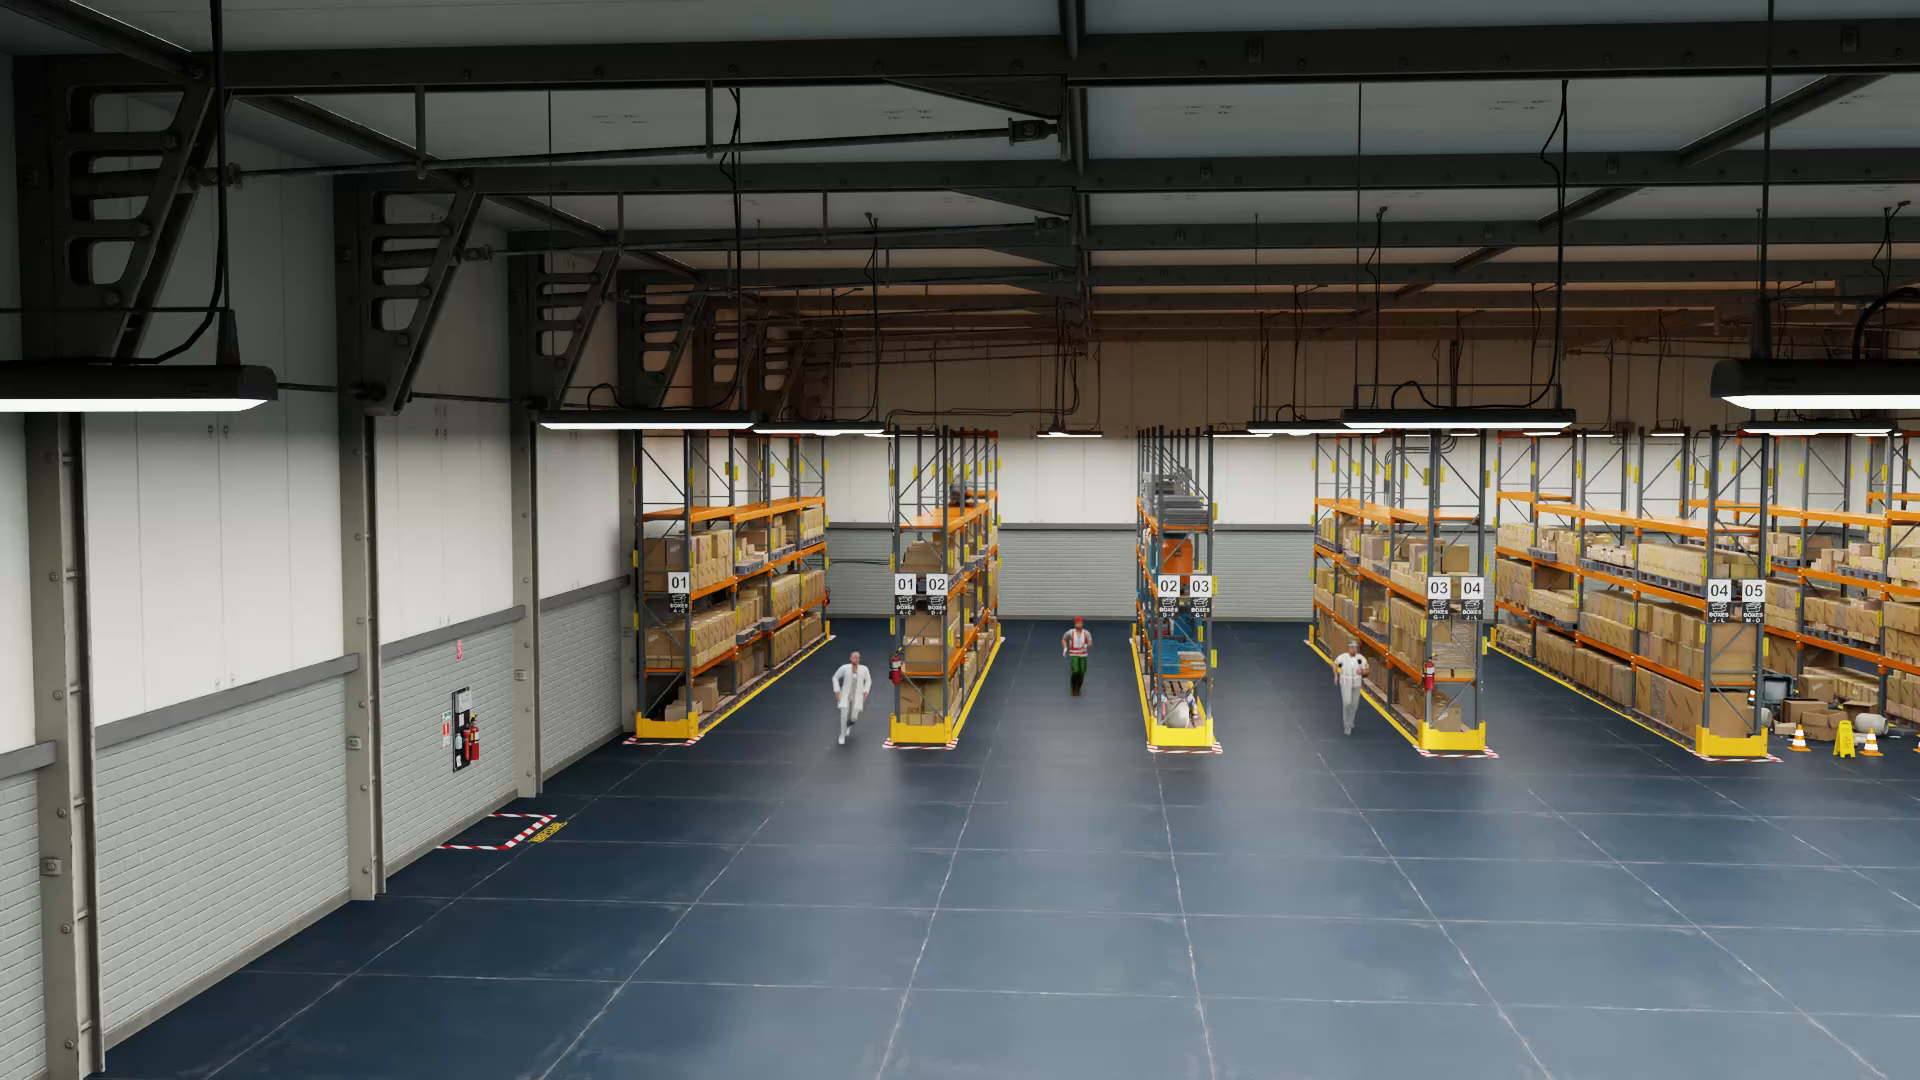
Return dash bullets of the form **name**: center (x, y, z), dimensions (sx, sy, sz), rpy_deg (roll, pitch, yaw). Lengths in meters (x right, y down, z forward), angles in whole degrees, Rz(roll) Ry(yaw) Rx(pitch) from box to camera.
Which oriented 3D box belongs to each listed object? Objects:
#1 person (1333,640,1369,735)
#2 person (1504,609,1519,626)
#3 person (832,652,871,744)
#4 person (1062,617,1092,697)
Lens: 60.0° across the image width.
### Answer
- **person**: center (7.699, 2.867, 32.685), dimensions (0.652, 1.834, 0.791), rpy_deg (0, 3, 0)
- **person**: center (15.752, 2.043, 47.269), dimensions (0.722, 1.655, 0.649), rpy_deg (0, 3, -1)
- **person**: center (-2.054, 2.980, 31.575), dimensions (0.759, 1.721, 0.608), rpy_deg (-1, 3, -10)
- **person**: center (2.634, 2.599, 36.988), dimensions (0.641, 1.775, 0.690), rpy_deg (-1, 3, -9)
